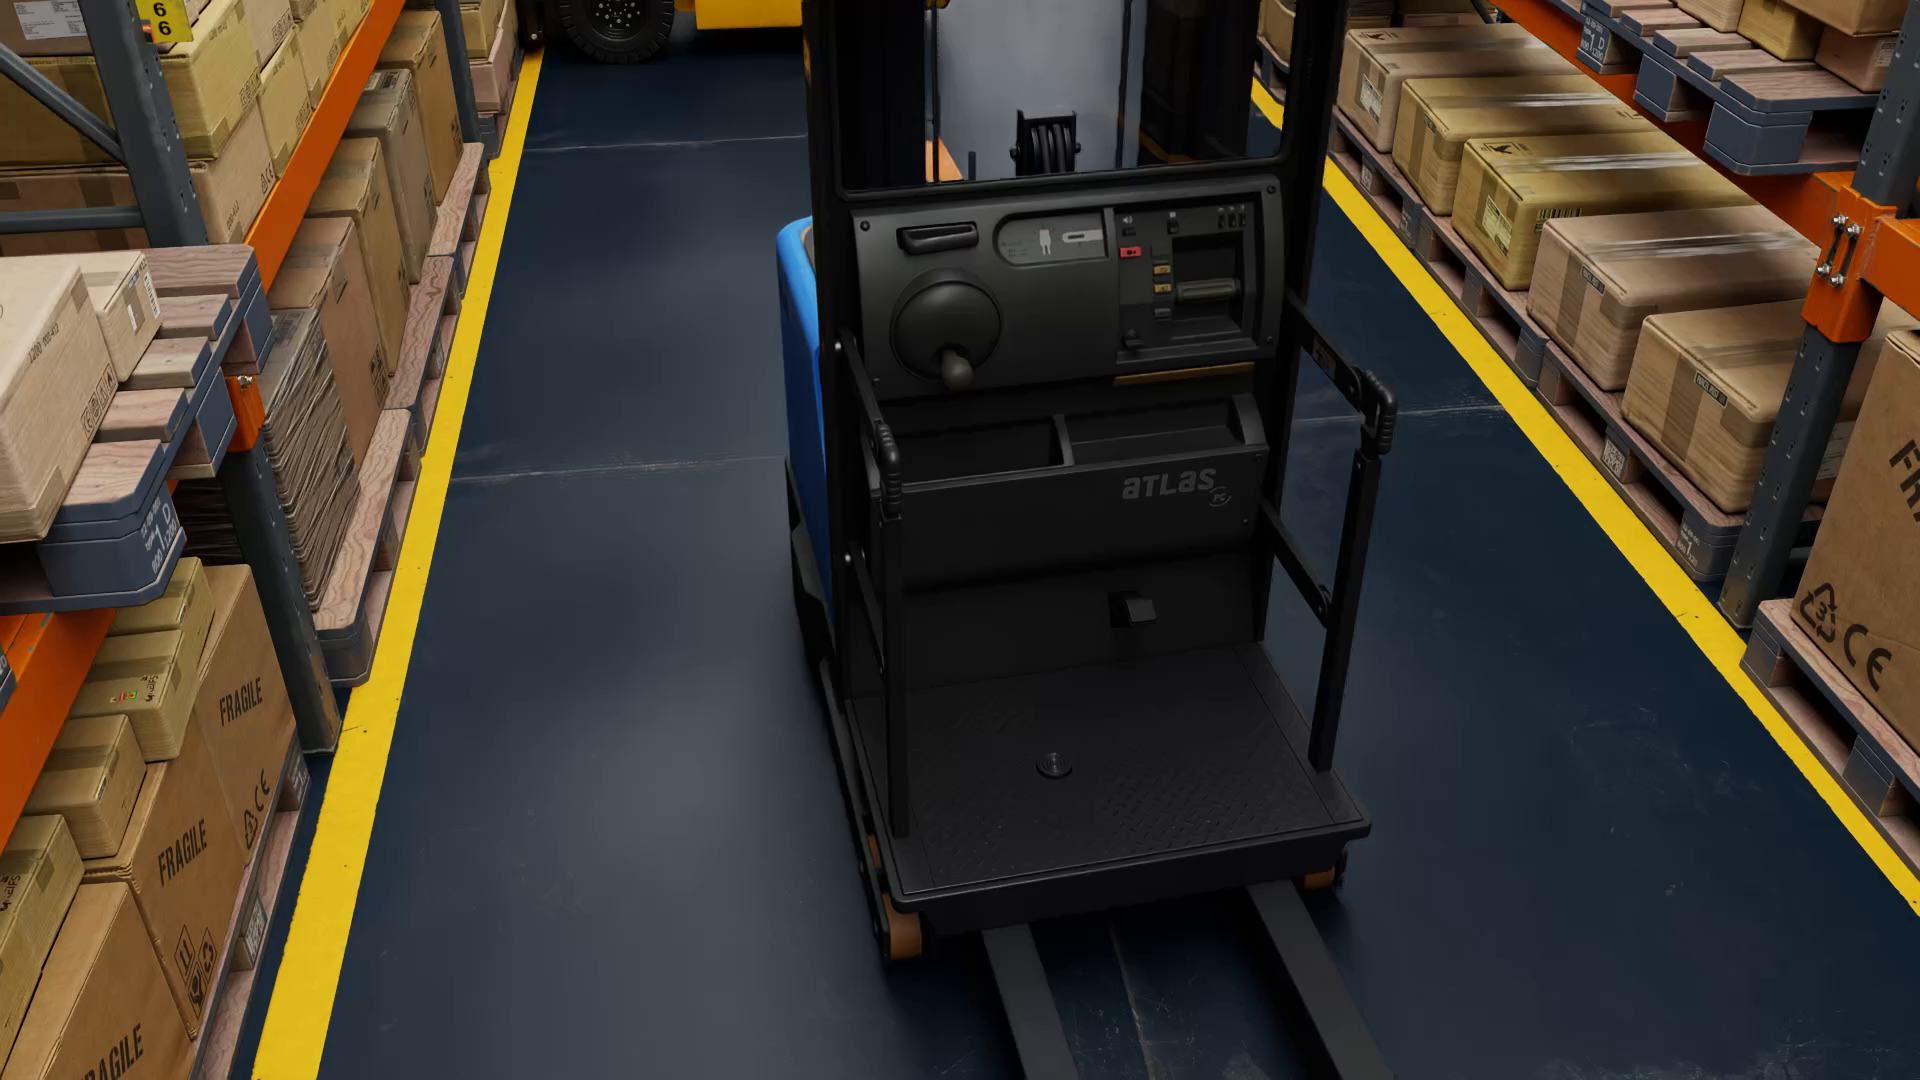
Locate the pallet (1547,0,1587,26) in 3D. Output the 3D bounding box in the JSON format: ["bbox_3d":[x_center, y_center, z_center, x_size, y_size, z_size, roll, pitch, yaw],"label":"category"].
[{"bbox_3d":[2.449,-2.066,5.788,1.003,0.211,1.213,-4,35,-6],"label":"pallet"}]

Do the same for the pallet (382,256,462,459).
[{"bbox_3d":[-2.395,-0.655,6.023,1.003,0.211,1.213,-4,35,-6],"label":"pallet"}]

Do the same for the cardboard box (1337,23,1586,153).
[{"bbox_3d":[2.291,-2.071,7.586,0.950,0.372,0.625,-4,34,-6],"label":"cardboard box"}]

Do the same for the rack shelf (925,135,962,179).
[{"bbox_3d":[-0.128,-1.064,5.048,0.258,0.148,0.480,-7,35,-10],"label":"rack shelf"}]

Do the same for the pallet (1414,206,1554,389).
[{"bbox_3d":[2.491,-1.007,6.540,1.003,0.211,1.213,-4,35,-6],"label":"pallet"}]

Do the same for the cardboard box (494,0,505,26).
[{"bbox_3d":[-2.529,-2.716,8.196,0.500,0.250,0.500,-5,35,-7],"label":"cardboard box"}]

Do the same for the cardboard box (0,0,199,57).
[{"bbox_3d":[-1.914,-1.175,3.646,0.380,0.149,0.250,-3,34,-5],"label":"cardboard box"}]

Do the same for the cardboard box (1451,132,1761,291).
[{"bbox_3d":[2.486,-1.282,6.428,0.950,0.372,0.625,-3,34,-5],"label":"cardboard box"}]

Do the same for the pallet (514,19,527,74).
[{"bbox_3d":[-2.933,-2.875,9.281,1.003,0.211,1.213,-4,35,-6],"label":"pallet"}]

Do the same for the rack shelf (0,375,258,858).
[{"bbox_3d":[-1.894,0.748,2.128,1.077,0.370,4.000,-4,35,-6],"label":"rack shelf"}]

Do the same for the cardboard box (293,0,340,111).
[{"bbox_3d":[-2.119,-1.438,4.829,0.500,0.250,0.500,-5,35,-8],"label":"cardboard box"}]

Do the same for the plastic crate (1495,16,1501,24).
[{"bbox_3d":[2.819,-3.007,9.592,0.402,0.080,0.583,-16,38,-23],"label":"plastic crate"}]

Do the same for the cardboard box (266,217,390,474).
[{"bbox_3d":[-2.329,-0.571,5.160,0.875,0.625,0.625,-3,34,-5],"label":"cardboard box"}]

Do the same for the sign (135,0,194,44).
[{"bbox_3d":[-1.626,-1.158,3.327,0.100,0.325,0.005,-4,35,-6],"label":"sign"}]

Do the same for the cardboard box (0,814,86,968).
[{"bbox_3d":[-1.796,0.633,2.928,0.380,0.149,0.250,-3,34,-5],"label":"cardboard box"}]

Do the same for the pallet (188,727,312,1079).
[{"bbox_3d":[-2.100,0.906,3.733,1.003,0.211,1.213,-4,35,-6],"label":"pallet"}]

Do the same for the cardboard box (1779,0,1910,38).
[{"bbox_3d":[2.419,-1.614,4.229,0.500,0.500,0.500,-5,35,-8],"label":"cardboard box"}]

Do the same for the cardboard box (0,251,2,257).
[{"bbox_3d":[-2.476,-0.835,3.945,0.500,0.250,0.500,-5,35,-7],"label":"cardboard box"}]

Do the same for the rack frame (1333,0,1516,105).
[{"bbox_3d":[2.218,-3.276,7.393,1.000,3.000,0.127,-4,35,-6],"label":"rack frame"}]

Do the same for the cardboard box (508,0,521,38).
[{"bbox_3d":[-2.606,-2.798,8.760,0.500,0.250,0.500,-4,34,-6],"label":"cardboard box"}]

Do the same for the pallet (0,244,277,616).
[{"bbox_3d":[-2.002,-0.213,3.070,1.213,0.211,1.003,-4,35,-6],"label":"pallet"}]

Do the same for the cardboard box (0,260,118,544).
[{"bbox_3d":[-1.700,-0.213,2.659,0.500,0.250,0.500,-6,35,-9],"label":"cardboard box"}]

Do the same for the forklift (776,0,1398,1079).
[{"bbox_3d":[0.289,-0.480,3.351,1.130,2.935,3.031,-7,35,-10],"label":"forklift"}]

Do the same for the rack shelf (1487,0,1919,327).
[{"bbox_3d":[2.487,-1.862,5.958,1.077,0.370,4.000,-4,35,-6],"label":"rack shelf"}]

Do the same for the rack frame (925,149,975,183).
[{"bbox_3d":[-0.074,-0.605,5.072,0.240,1.200,0.015,-7,35,-10],"label":"rack frame"}]

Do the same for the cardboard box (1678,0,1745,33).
[{"bbox_3d":[2.292,-1.560,4.725,0.380,0.149,0.250,-5,35,-7],"label":"cardboard box"}]

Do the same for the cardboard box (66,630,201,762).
[{"bbox_3d":[-1.778,0.332,3.370,0.380,0.149,0.250,-6,35,-9],"label":"cardboard box"}]

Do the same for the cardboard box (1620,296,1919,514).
[{"bbox_3d":[2.689,-0.447,5.203,0.950,0.372,0.625,-7,35,-10],"label":"cardboard box"}]

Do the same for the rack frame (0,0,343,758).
[{"bbox_3d":[-2.163,-0.665,3.563,1.000,3.000,0.127,-4,35,-6],"label":"rack frame"}]

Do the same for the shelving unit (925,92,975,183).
[{"bbox_3d":[-0.128,-0.739,5.269,0.258,1.200,0.503,-7,35,-10],"label":"shelving unit"}]

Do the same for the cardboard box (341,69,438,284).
[{"bbox_3d":[-2.522,-1.366,6.326,0.875,0.625,0.625,-5,35,-7],"label":"cardboard box"}]

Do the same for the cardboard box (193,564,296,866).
[{"bbox_3d":[-1.893,0.414,3.826,0.500,0.500,0.500,-3,34,-5],"label":"cardboard box"}]

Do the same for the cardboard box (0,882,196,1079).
[{"bbox_3d":[-1.763,0.986,2.987,0.500,0.500,0.500,-3,34,-4],"label":"cardboard box"}]

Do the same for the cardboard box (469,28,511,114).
[{"bbox_3d":[-2.437,-2.230,7.927,0.500,0.250,0.500,-4,34,-6],"label":"cardboard box"}]

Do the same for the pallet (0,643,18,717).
[{"bbox_3d":[-1.896,0.499,2.025,1.003,0.211,1.213,-4,35,-6],"label":"pallet"}]

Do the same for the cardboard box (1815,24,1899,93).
[{"bbox_3d":[2.478,-1.278,4.312,0.380,0.149,0.250,-3,34,-5],"label":"cardboard box"}]

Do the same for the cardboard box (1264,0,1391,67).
[{"bbox_3d":[1.872,-2.622,8.503,0.500,0.250,0.500,-3,34,-4],"label":"cardboard box"}]

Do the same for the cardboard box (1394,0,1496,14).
[{"bbox_3d":[2.406,-2.972,8.351,0.500,0.500,0.500,-3,34,-4],"label":"cardboard box"}]

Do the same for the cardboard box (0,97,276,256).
[{"bbox_3d":[-1.980,-0.870,3.996,0.500,0.250,0.500,-4,35,-6],"label":"cardboard box"}]

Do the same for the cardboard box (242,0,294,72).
[{"bbox_3d":[-2.046,-1.356,4.265,0.500,0.250,0.500,-3,34,-5],"label":"cardboard box"}]
